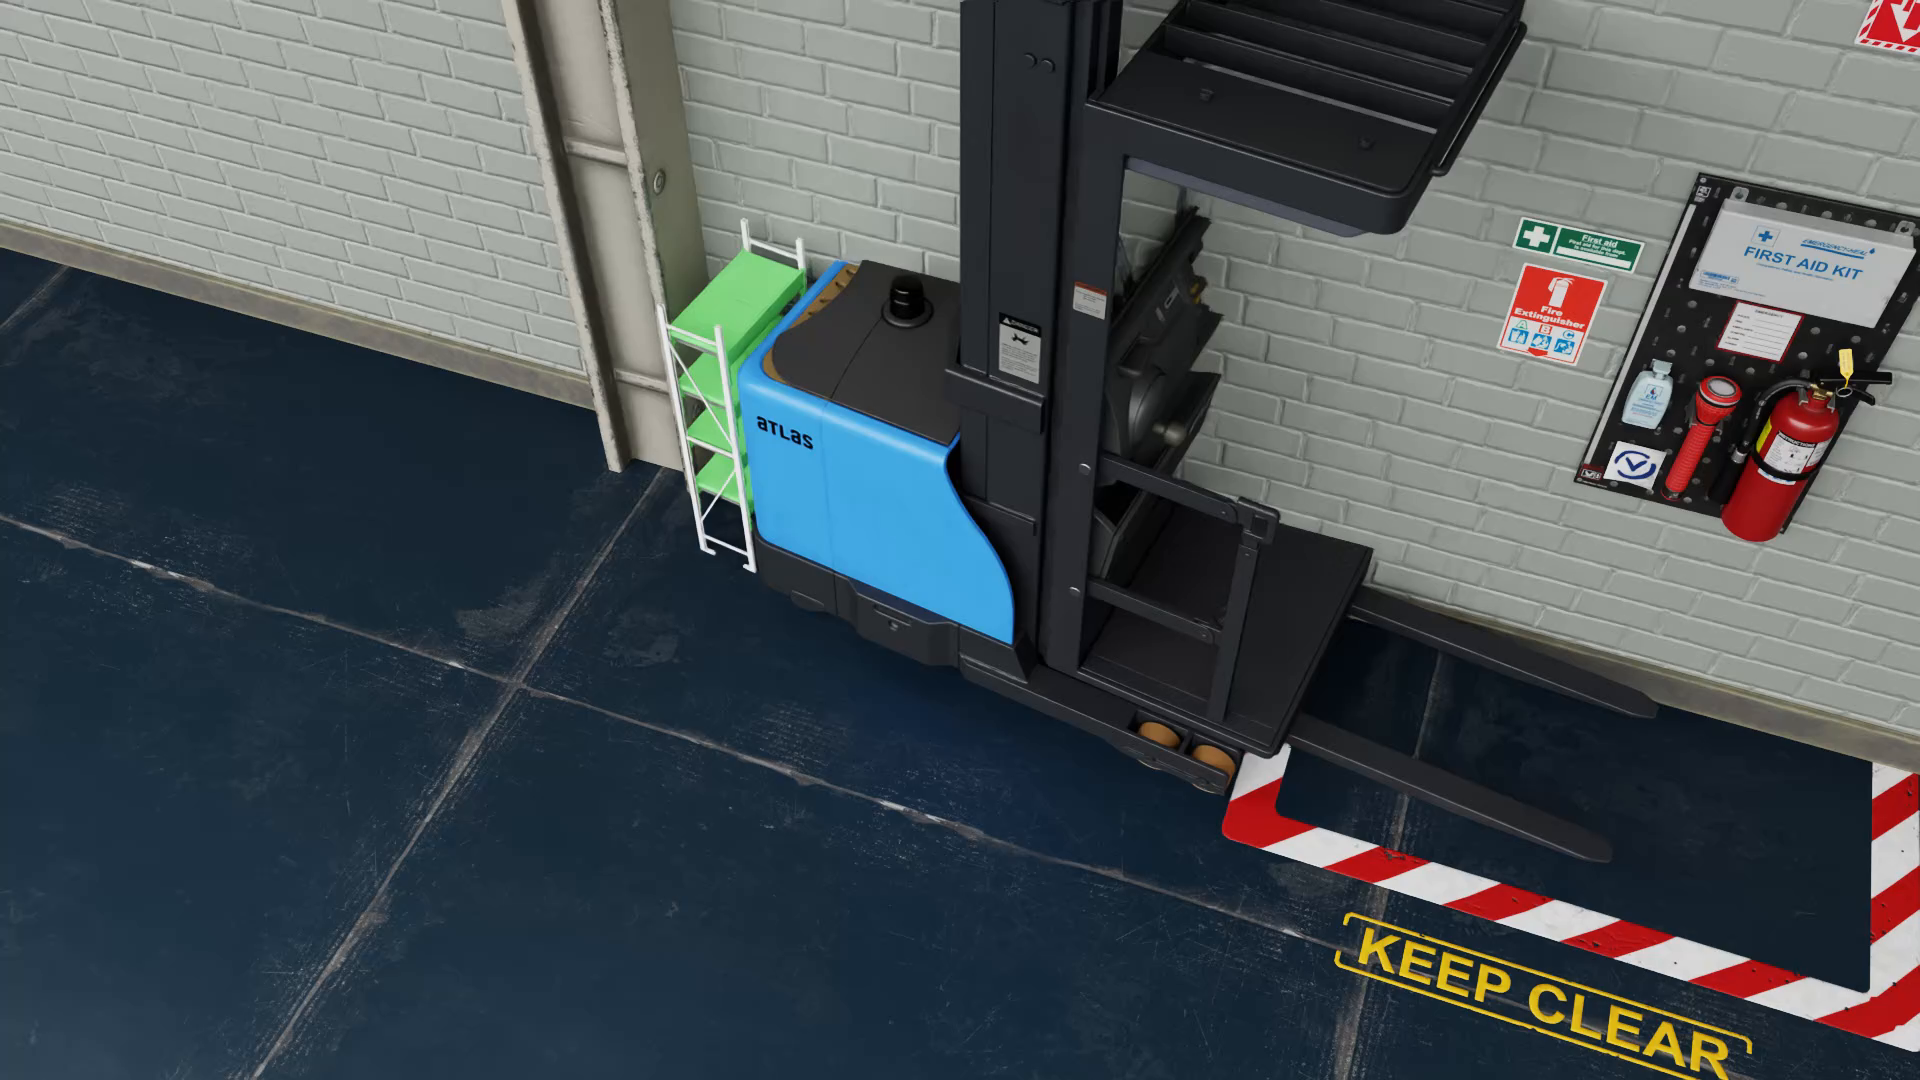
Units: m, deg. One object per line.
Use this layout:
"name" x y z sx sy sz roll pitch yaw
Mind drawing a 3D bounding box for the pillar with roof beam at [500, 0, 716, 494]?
"pillar with roof beam" -2.627 -0.229 0.494 0.400 9.000 9.100 16 51 13

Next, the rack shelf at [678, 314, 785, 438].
"rack shelf" -0.745 -0.597 5.741 0.258 0.148 0.480 22 53 18

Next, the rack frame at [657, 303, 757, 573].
"rack frame" -0.860 -0.319 5.733 0.240 1.200 0.015 22 53 18

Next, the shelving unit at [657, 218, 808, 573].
"shelving unit" -0.745 -0.482 5.874 0.258 1.200 0.503 22 53 18

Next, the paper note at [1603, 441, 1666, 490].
"paper note" 2.046 -0.226 5.044 0.142 0.148 0.016 16 51 13

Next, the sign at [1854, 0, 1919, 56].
"sign" 2.216 -1.251 3.815 0.199 0.298 0.001 16 51 13

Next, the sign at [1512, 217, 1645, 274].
"sign" 1.707 -0.815 4.597 0.331 0.109 0.001 16 51 13

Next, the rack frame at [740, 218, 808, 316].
"rack frame" -0.630 -0.645 6.015 0.240 1.200 0.015 22 53 18

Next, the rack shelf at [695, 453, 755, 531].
"rack shelf" -0.745 -0.283 6.103 0.258 0.148 0.480 22 53 18

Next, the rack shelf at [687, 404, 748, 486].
"rack shelf" -0.745 -0.440 5.922 0.258 0.148 0.480 22 53 18

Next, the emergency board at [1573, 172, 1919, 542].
"emergency board" 2.189 -0.419 4.628 0.643 1.169 0.194 16 51 13

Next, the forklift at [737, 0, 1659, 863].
"forklift" 0.813 -0.585 4.818 3.031 2.935 1.130 22 53 18

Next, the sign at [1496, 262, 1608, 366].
"sign" 1.706 -0.649 4.804 0.234 0.329 0.001 16 51 13

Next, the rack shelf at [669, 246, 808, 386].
"rack shelf" -0.745 -0.754 5.559 0.258 0.148 0.480 22 53 18
